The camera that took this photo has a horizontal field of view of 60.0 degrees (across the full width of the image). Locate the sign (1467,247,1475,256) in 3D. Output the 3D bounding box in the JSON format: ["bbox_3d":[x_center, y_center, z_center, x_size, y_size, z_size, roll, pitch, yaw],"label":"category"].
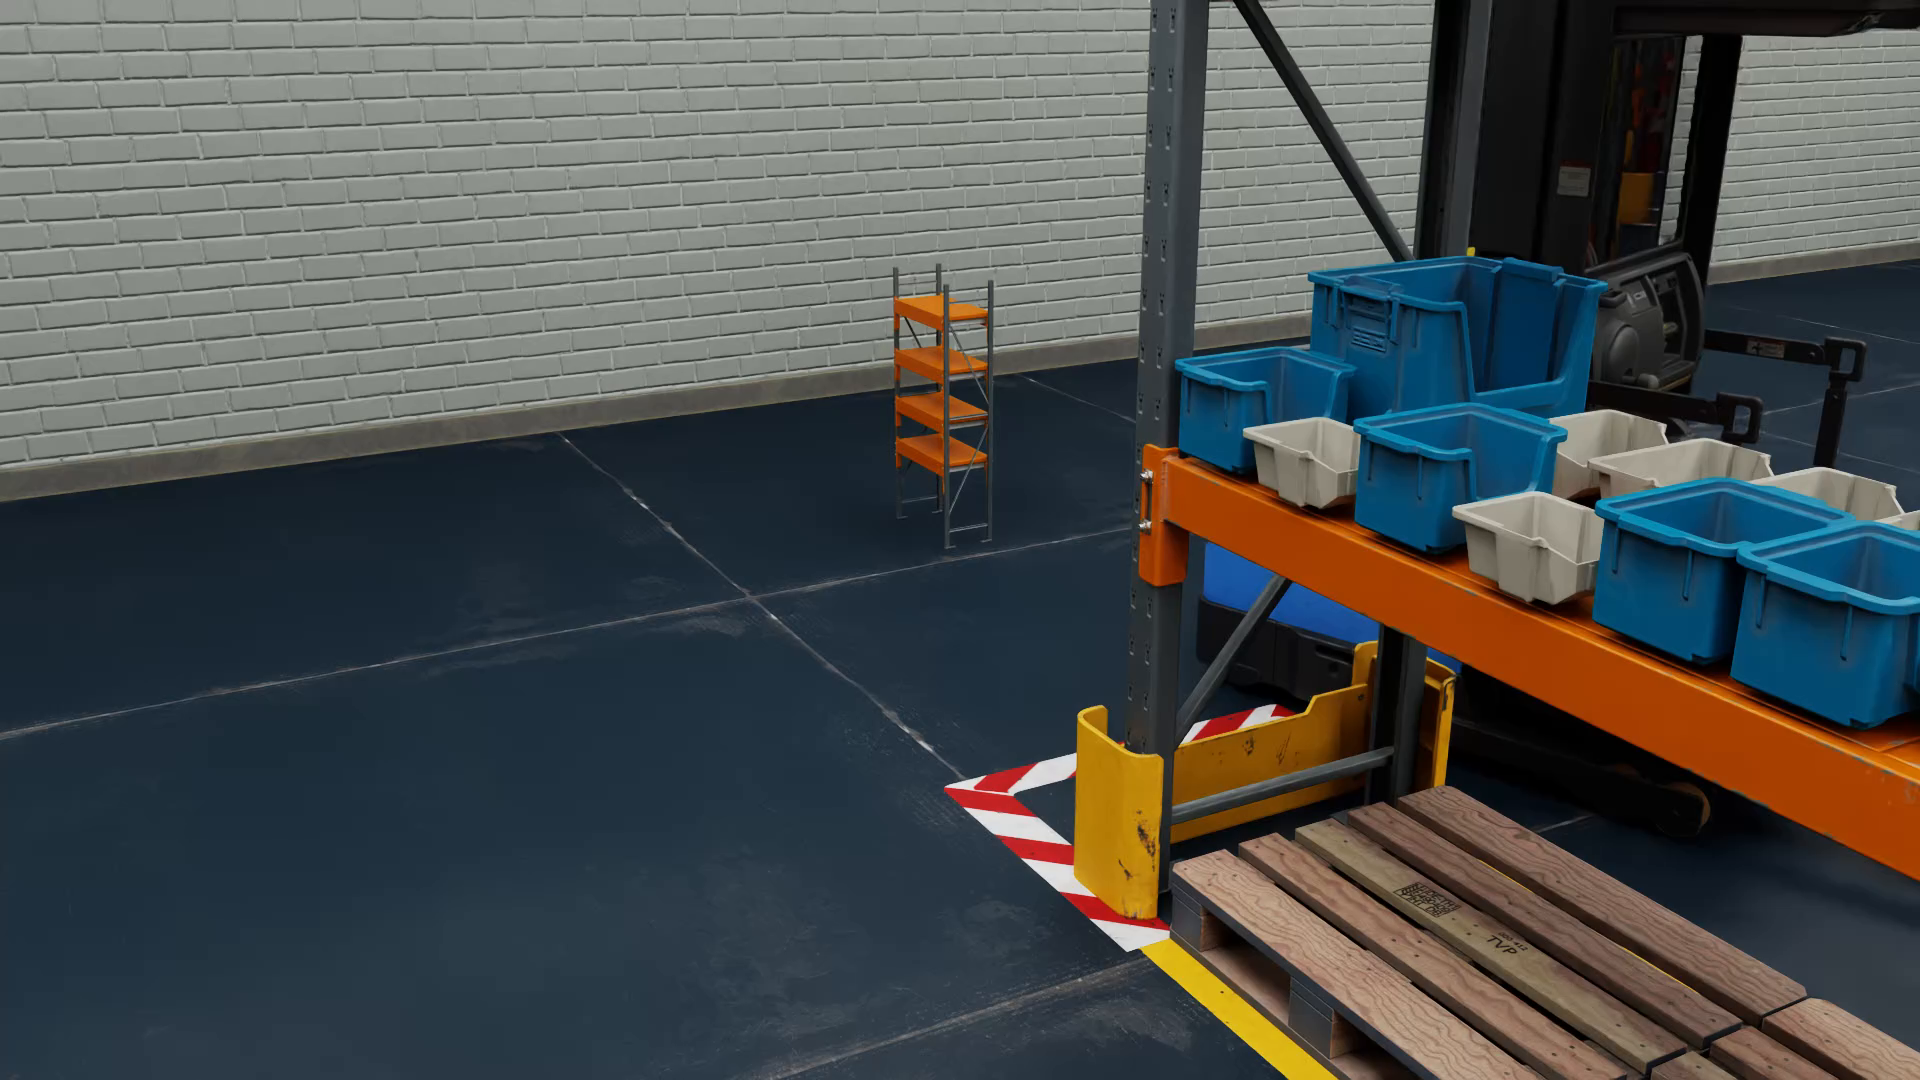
[{"bbox_3d":[1.401,-0.662,4.700,0.100,0.325,0.005,-10,21,-27],"label":"sign"}]

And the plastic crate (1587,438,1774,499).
[{"bbox_3d":[1.597,-0.107,3.655,0.396,0.136,0.243,-10,21,-27],"label":"plastic crate"}]

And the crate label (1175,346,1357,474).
[{"bbox_3d":[0.753,-0.322,4.131,0.416,0.233,0.303,-10,21,-27],"label":"crate label"}]

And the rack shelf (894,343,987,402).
[{"bbox_3d":[-0.079,-0.763,7.522,0.258,0.148,0.480,-10,21,-27],"label":"rack shelf"}]

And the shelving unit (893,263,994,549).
[{"bbox_3d":[-0.079,-0.615,7.573,0.258,1.200,0.503,-10,21,-27],"label":"shelving unit"}]

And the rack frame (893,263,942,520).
[{"bbox_3d":[-0.194,-0.685,7.776,0.240,1.200,0.015,-10,21,-27],"label":"rack frame"}]

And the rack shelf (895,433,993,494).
[{"bbox_3d":[-0.079,-0.363,7.660,0.258,0.148,0.480,-10,21,-27],"label":"rack shelf"}]

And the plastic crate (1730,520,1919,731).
[{"bbox_3d":[1.520,0.142,2.786,0.416,0.233,0.300,-10,21,-27],"label":"plastic crate"}]

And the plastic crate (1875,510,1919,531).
[{"bbox_3d":[1.907,0.051,3.196,0.298,0.136,0.250,-10,21,-27],"label":"plastic crate"}]

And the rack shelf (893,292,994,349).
[{"bbox_3d":[-0.079,-0.986,7.445,0.258,0.148,0.480,-10,21,-27],"label":"rack shelf"}]

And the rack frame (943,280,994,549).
[{"bbox_3d":[0.037,-0.545,7.370,0.240,1.200,0.015,-10,21,-27],"label":"rack frame"}]

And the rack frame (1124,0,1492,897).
[{"bbox_3d":[0.925,-0.495,4.466,1.000,3.000,0.127,-10,21,-27],"label":"rack frame"}]

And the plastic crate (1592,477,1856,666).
[{"bbox_3d":[1.378,0.056,3.035,0.416,0.233,0.300,-10,21,-27],"label":"plastic crate"}]

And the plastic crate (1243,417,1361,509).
[{"bbox_3d":[0.832,-0.172,3.842,0.250,0.136,0.298,-10,21,-27],"label":"plastic crate"}]

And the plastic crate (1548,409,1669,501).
[{"bbox_3d":[1.472,-0.192,3.902,0.396,0.136,0.243,-10,21,-27],"label":"plastic crate"}]

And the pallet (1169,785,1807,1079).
[{"bbox_3d":[1.282,1.066,4.218,1.003,0.211,1.213,-10,21,-27],"label":"pallet"}]

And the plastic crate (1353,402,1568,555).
[{"bbox_3d":[1.065,-0.133,3.583,0.416,0.233,0.300,-10,21,-27],"label":"plastic crate"}]

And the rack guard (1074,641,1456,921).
[{"bbox_3d":[0.902,0.682,4.888,1.175,0.500,0.348,-10,21,-27],"label":"rack guard"}]

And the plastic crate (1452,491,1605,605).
[{"bbox_3d":[1.154,0.023,3.278,0.250,0.136,0.298,-10,21,-27],"label":"plastic crate"}]

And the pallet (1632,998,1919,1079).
[{"bbox_3d":[1.858,1.416,3.204,1.003,0.211,1.213,-10,21,-27],"label":"pallet"}]

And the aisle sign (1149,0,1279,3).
[{"bbox_3d":[0.629,-1.698,3.969,0.394,0.787,0.004,-10,21,-27],"label":"aisle sign"}]

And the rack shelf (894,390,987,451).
[{"bbox_3d":[-0.079,-0.551,7.595,0.258,0.148,0.480,-10,21,-27],"label":"rack shelf"}]

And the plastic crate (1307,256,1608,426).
[{"bbox_3d":[1.248,-0.473,4.256,0.616,0.435,0.499,-10,21,-27],"label":"plastic crate"}]

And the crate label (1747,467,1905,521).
[{"bbox_3d":[1.750,-0.031,3.434,0.396,0.136,0.243,-10,21,-27],"label":"crate label"}]

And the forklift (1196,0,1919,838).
[{"bbox_3d":[2.304,-0.678,5.104,3.031,2.935,1.130,16,25,39],"label":"forklift"}]

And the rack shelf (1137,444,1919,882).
[{"bbox_3d":[1.875,0.420,2.920,1.077,0.370,4.000,-10,21,-27],"label":"rack shelf"}]
